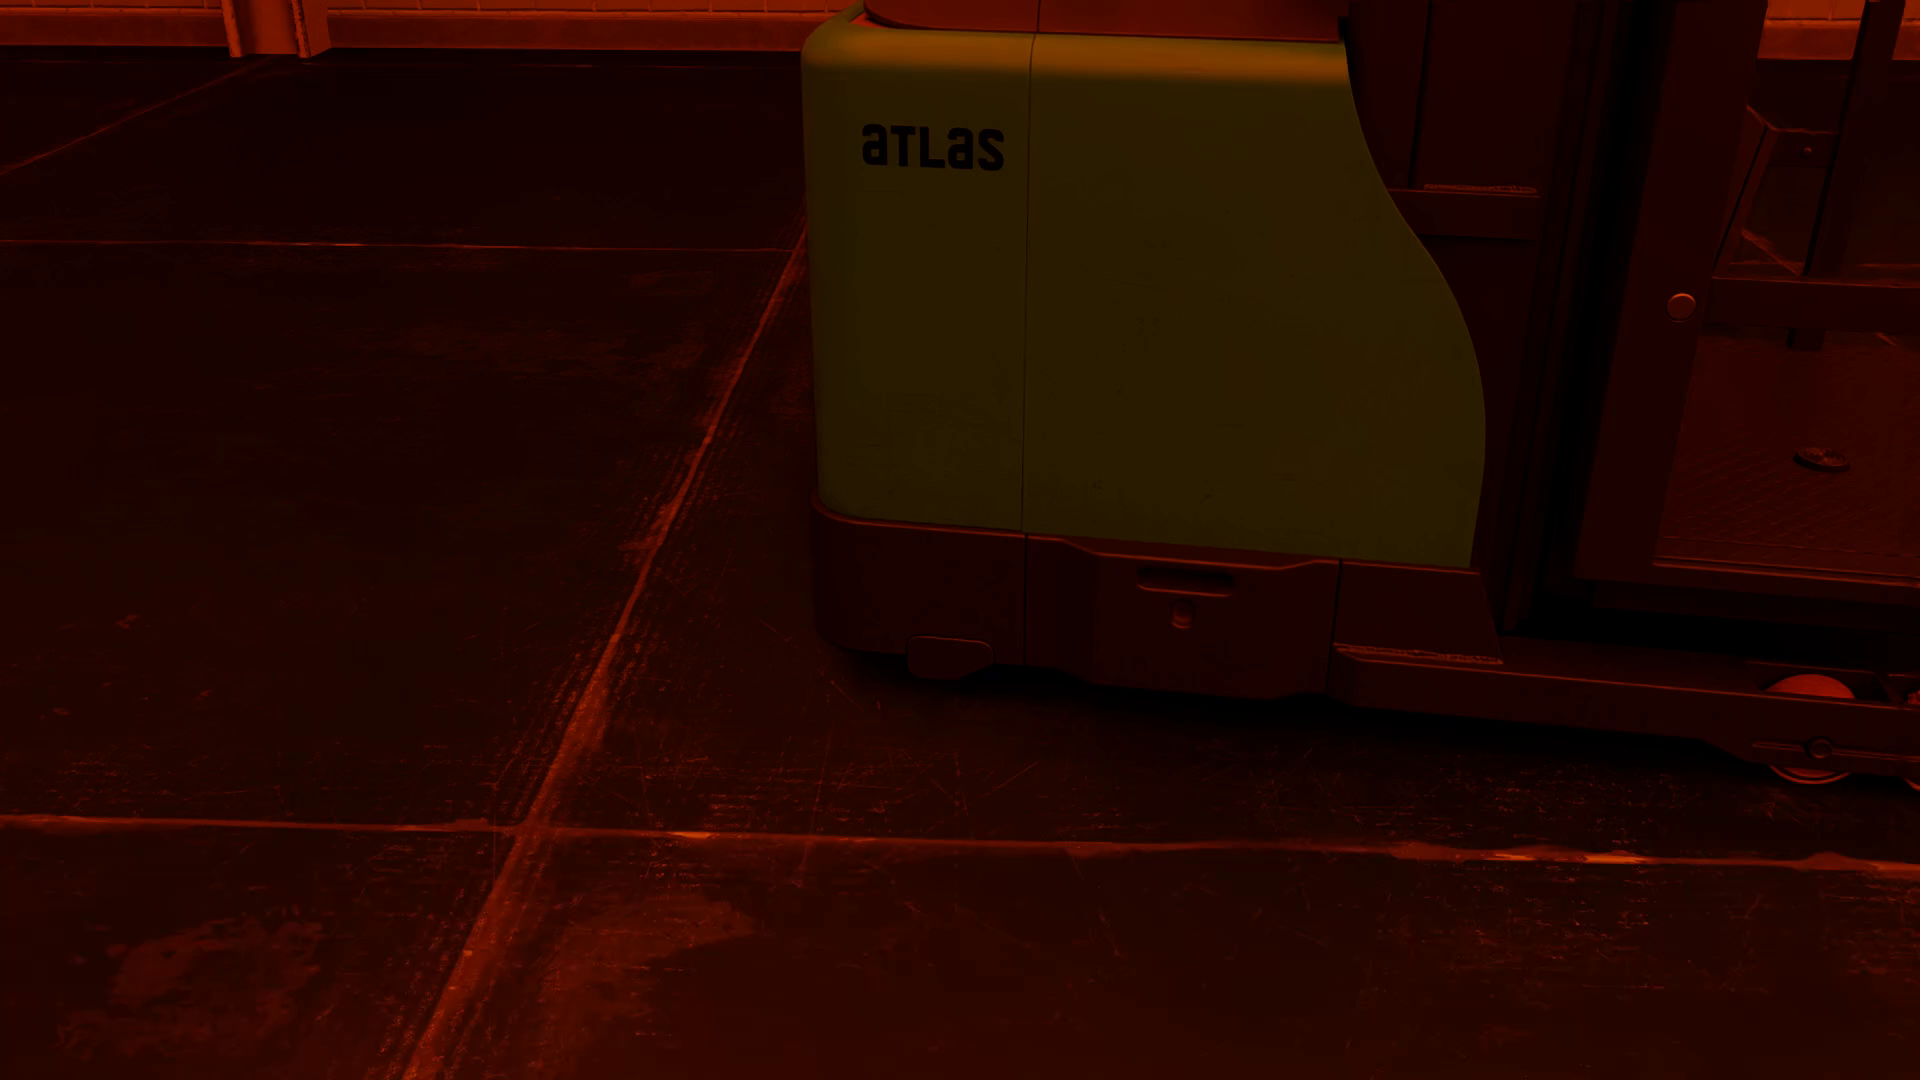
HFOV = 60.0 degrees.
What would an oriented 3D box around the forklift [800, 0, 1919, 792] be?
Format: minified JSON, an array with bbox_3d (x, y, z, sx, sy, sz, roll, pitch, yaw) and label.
[{"bbox_3d":[1.317,-1.177,2.405,3.031,2.935,1.130,5,27,9],"label":"forklift"}]
